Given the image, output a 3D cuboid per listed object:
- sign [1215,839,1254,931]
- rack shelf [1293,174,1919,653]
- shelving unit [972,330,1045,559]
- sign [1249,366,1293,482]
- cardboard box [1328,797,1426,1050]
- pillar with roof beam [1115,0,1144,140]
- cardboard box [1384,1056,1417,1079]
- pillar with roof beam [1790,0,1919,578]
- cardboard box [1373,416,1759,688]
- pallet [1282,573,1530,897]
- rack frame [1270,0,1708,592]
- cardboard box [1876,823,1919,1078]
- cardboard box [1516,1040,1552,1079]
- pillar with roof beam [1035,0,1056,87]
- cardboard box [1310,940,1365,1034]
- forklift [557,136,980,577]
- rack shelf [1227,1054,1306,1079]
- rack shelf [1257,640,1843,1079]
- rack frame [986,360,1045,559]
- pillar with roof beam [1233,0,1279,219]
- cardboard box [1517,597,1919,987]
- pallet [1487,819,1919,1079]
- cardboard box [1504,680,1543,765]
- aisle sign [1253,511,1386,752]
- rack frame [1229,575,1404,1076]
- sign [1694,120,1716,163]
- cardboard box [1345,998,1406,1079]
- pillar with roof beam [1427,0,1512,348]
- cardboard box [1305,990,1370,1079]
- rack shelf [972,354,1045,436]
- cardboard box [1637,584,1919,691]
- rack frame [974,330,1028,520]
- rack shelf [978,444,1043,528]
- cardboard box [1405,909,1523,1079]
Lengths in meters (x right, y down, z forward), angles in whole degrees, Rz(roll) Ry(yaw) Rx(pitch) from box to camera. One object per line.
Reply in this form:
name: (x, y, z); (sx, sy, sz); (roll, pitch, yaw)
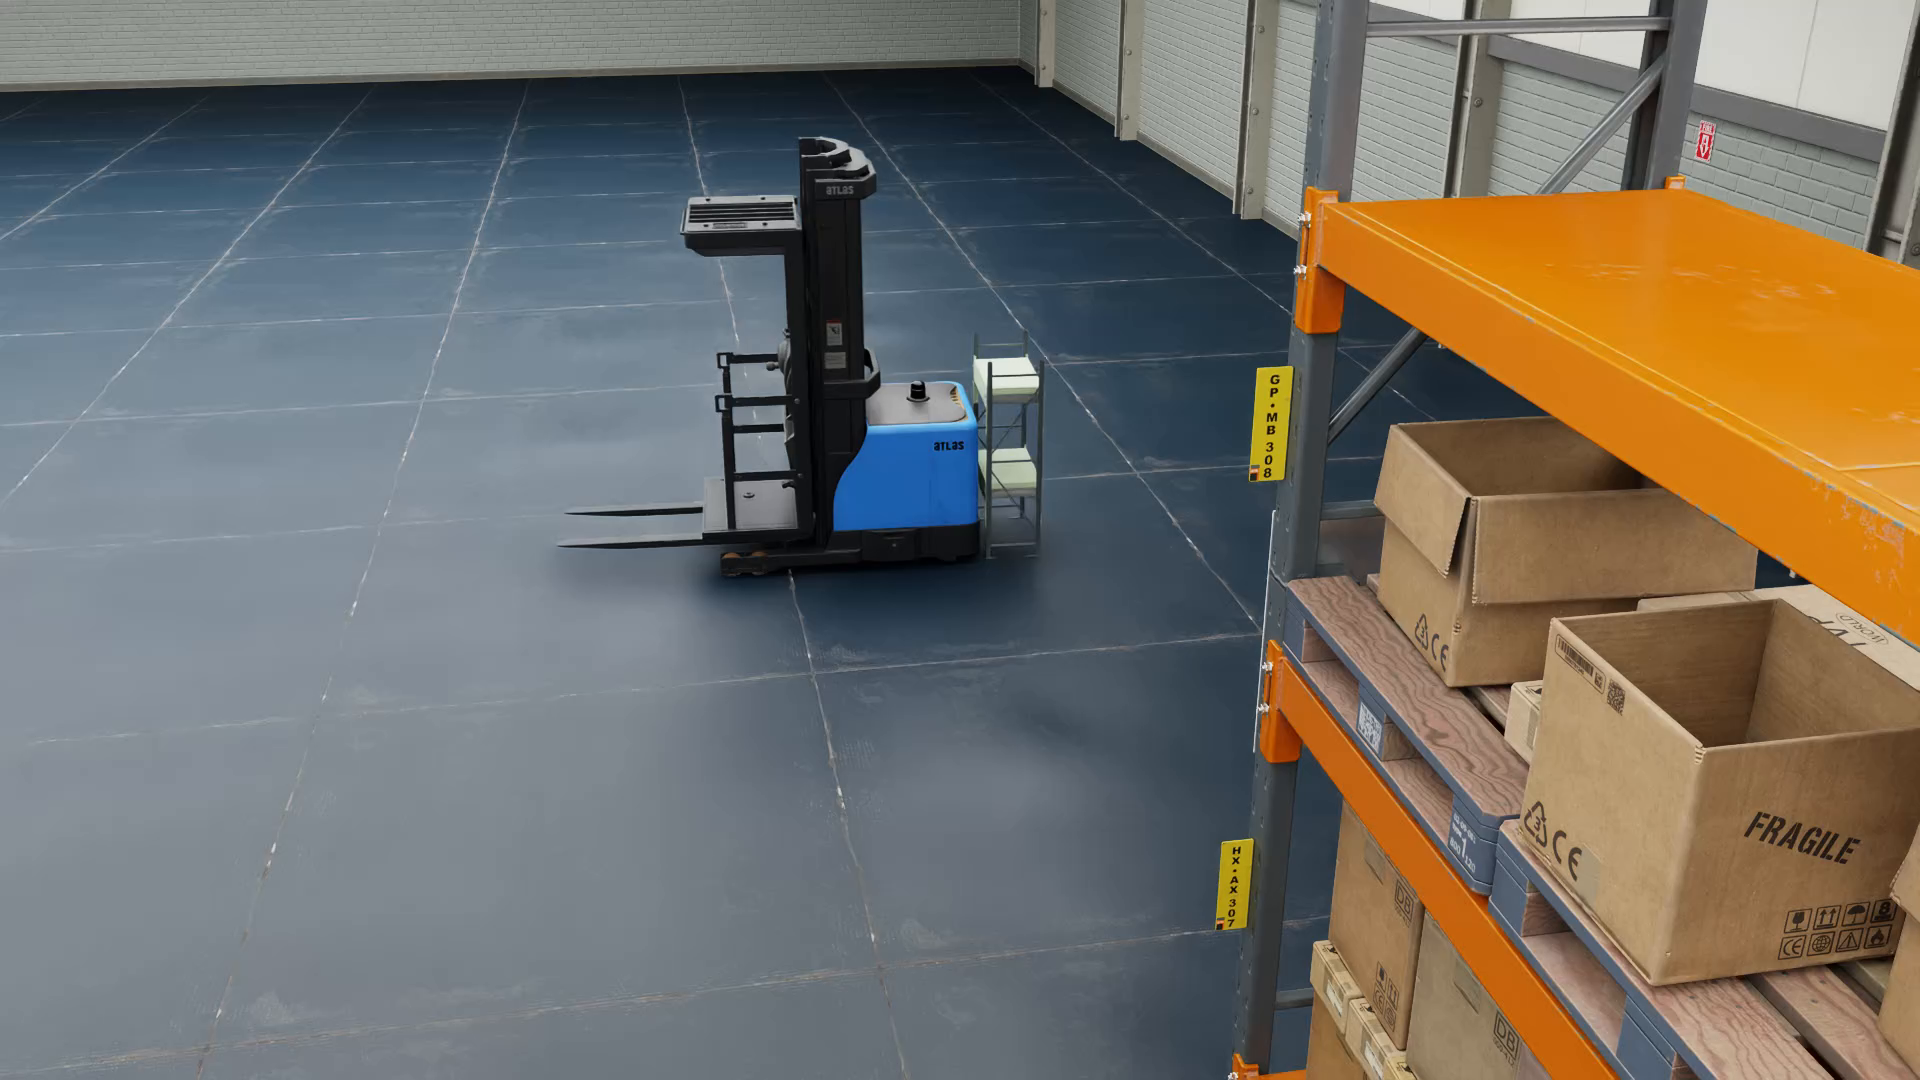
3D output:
sign: (0.846, 1.065, 5.127); (0.100, 0.325, 0.005); (-4, 24, -10)
rack shelf: (1.762, 0.009, 2.627); (1.077, 0.370, 4.000); (-4, 24, -10)
shelving unit: (0.346, -0.705, 12.233); (0.431, 1.500, 0.755); (-3, 24, -6)
sign: (0.846, -0.314, 4.525); (0.100, 0.325, 0.005); (-4, 24, -10)
cardboard box: (1.476, 1.024, 4.655); (0.700, 0.500, 0.500); (-4, 24, -10)
pillar with roof beam: (-1.429, -10.569, 25.448); (9.100, 9.000, 0.400); (-4, 24, -10)
cardboard box: (1.350, 1.488, 4.403); (0.380, 0.149, 0.250); (-4, 24, -10)
pillar with roof beam: (1.899, -3.489, 9.237); (9.100, 9.000, 0.400); (-4, 24, -10)
cardboard box: (1.494, 0.007, 4.153); (0.797, 0.503, 0.637); (-3, 24, -6)
pallet: (1.498, 0.405, 4.181); (1.003, 0.211, 1.213); (-4, 24, -10)
rack frame: (1.392, -1.290, 4.204); (1.000, 3.000, 0.127); (-4, 24, -10)
cardboard box: (1.951, 0.697, 2.574); (0.797, 0.503, 0.637); (-2, 24, -4)
cardboard box: (1.672, 1.429, 3.728); (0.700, 0.500, 0.500); (-4, 24, -10)
pillar with roof beam: (-2.539, -12.929, 30.851); (9.100, 9.000, 0.400); (-4, 24, -10)
cardboard box: (1.253, 1.286, 4.865); (0.380, 0.149, 0.250); (-4, 24, -10)
forklift: (-1.412, -1.305, 11.819); (3.031, 2.935, 1.130); (-3, 24, -6)
rack shelf: (1.762, 2.575, 3.747); (1.077, 0.370, 4.000); (-4, 24, -10)
rack shelf: (1.762, 1.201, 3.147); (1.077, 0.370, 4.000); (-4, 24, -10)
rack frame: (0.390, -0.560, 11.900); (0.400, 1.500, 0.023); (-3, 24, -6)
pillar with roof beam: (-0.320, -8.209, 20.044); (9.100, 9.000, 0.400); (-4, 24, -10)
cardboard box: (1.431, 0.455, 3.130); (0.500, 0.500, 0.500); (-4, 24, -10)
pallet: (1.727, 0.886, 3.080); (1.003, 0.211, 1.213); (-4, 24, -10)
cardboard box: (1.437, 0.419, 3.653); (0.380, 0.149, 0.250); (-4, 24, -10)
aisle sign: (1.079, 0.264, 4.892); (0.394, 0.787, 0.004); (-4, 24, -10)
rack frame: (1.392, 1.459, 5.405); (1.000, 3.000, 0.127); (-4, 24, -10)
sign: (5.807, -3.106, 12.959); (0.001, 0.298, 0.199); (-4, 24, -10)
cardboard box: (1.305, 1.390, 4.628); (0.380, 0.149, 0.250); (-5, 24, -11)
pillar with roof beam: (0.790, -5.849, 14.641); (9.100, 9.000, 0.400); (-4, 24, -10)
cardboard box: (1.466, 1.598, 4.962); (0.700, 0.500, 0.500); (-4, 24, -10)
rack shelf: (0.346, -1.063, 12.077); (0.431, 0.370, 0.720); (-3, 24, -6)
cardboard box: (1.864, 0.330, 3.730); (0.500, 0.250, 0.500); (-4, 24, -10)
rack frame: (0.301, -0.851, 12.566); (0.400, 1.500, 0.023); (-3, 24, -6)
rack shelf: (0.345, -0.407, 12.364); (0.431, 0.370, 0.720); (-3, 24, -6)
cardboard box: (1.578, 1.230, 4.182); (0.700, 0.500, 0.500); (-5, 24, -11)
